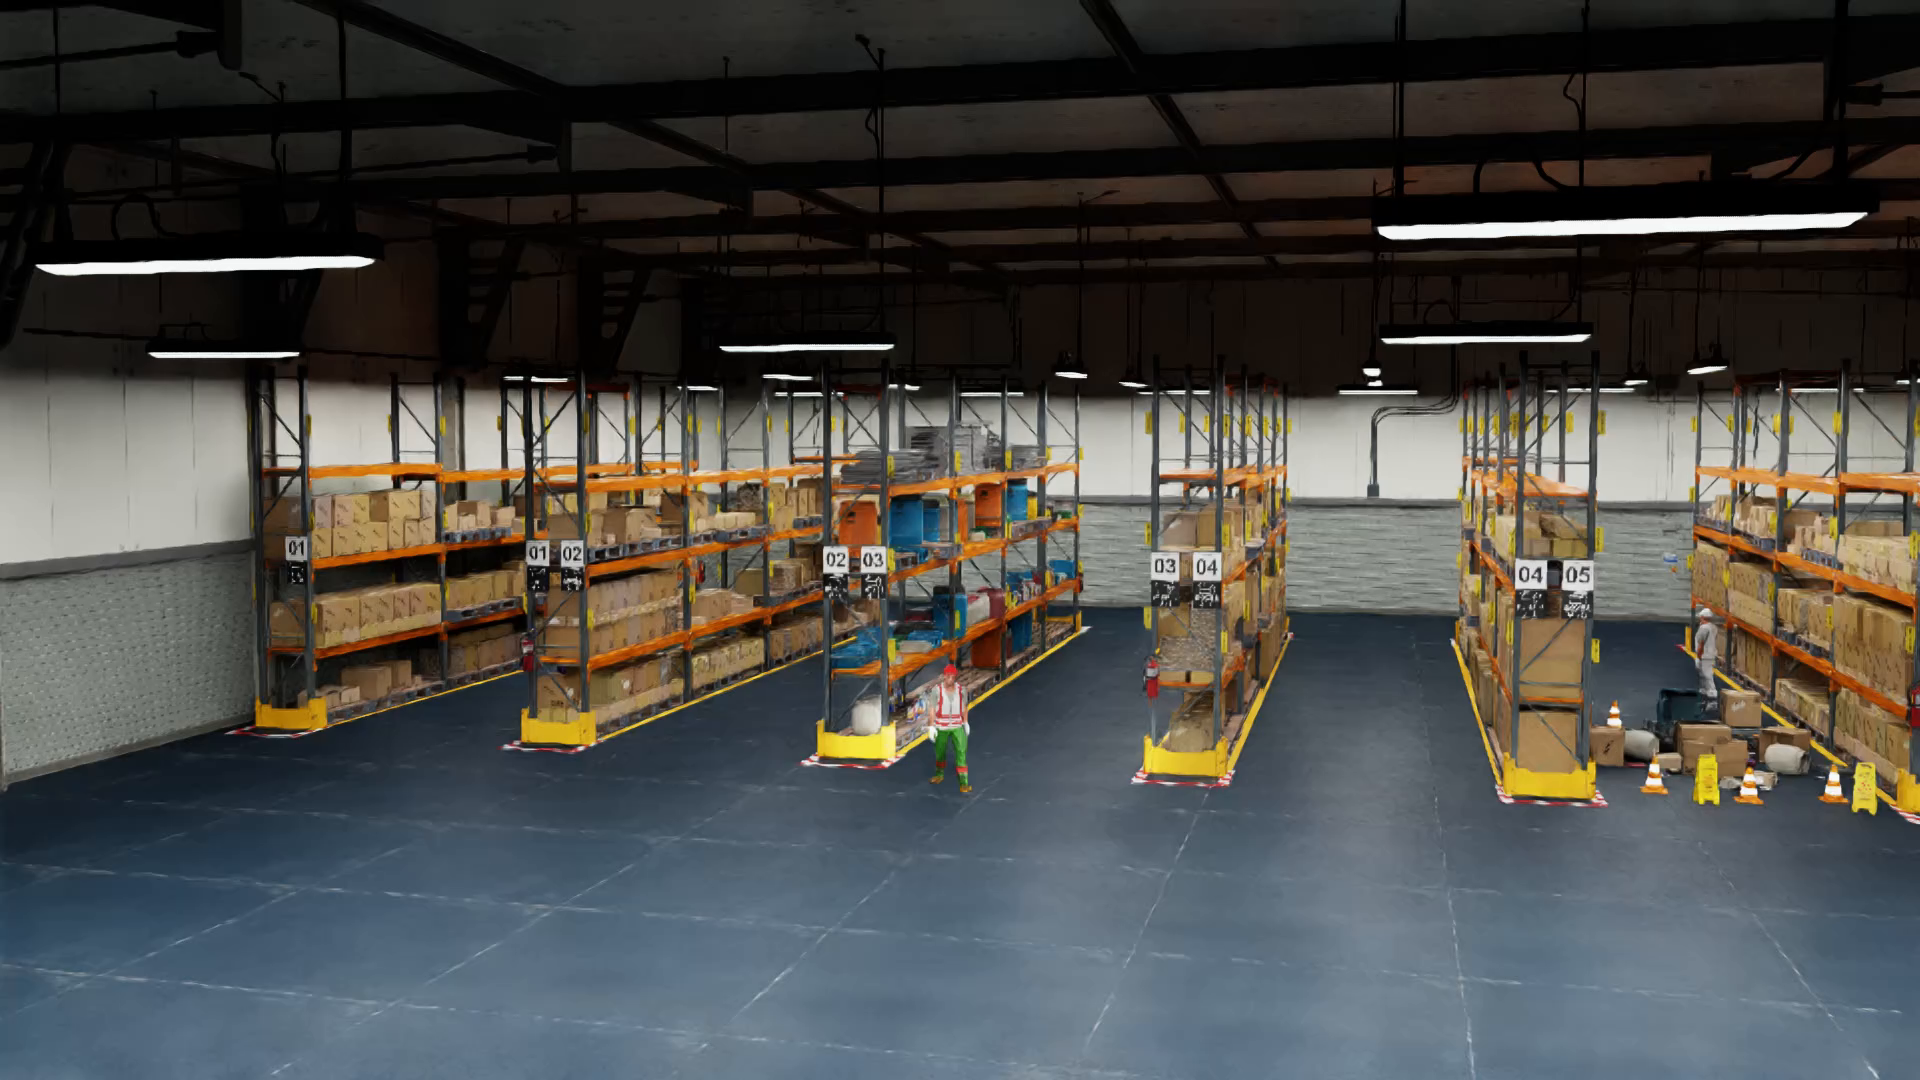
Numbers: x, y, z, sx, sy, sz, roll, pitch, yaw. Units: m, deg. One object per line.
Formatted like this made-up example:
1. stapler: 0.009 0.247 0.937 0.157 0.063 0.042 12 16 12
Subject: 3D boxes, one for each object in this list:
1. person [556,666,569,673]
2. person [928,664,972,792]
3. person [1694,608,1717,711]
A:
1. person: -7.648 2.013 31.751 0.478 1.575 0.999 0 4 6
2. person: -0.136 2.563 22.847 0.596 1.746 0.969 -1 4 -8
3. person: 13.052 2.083 29.197 0.583 1.786 0.658 3 5 38
